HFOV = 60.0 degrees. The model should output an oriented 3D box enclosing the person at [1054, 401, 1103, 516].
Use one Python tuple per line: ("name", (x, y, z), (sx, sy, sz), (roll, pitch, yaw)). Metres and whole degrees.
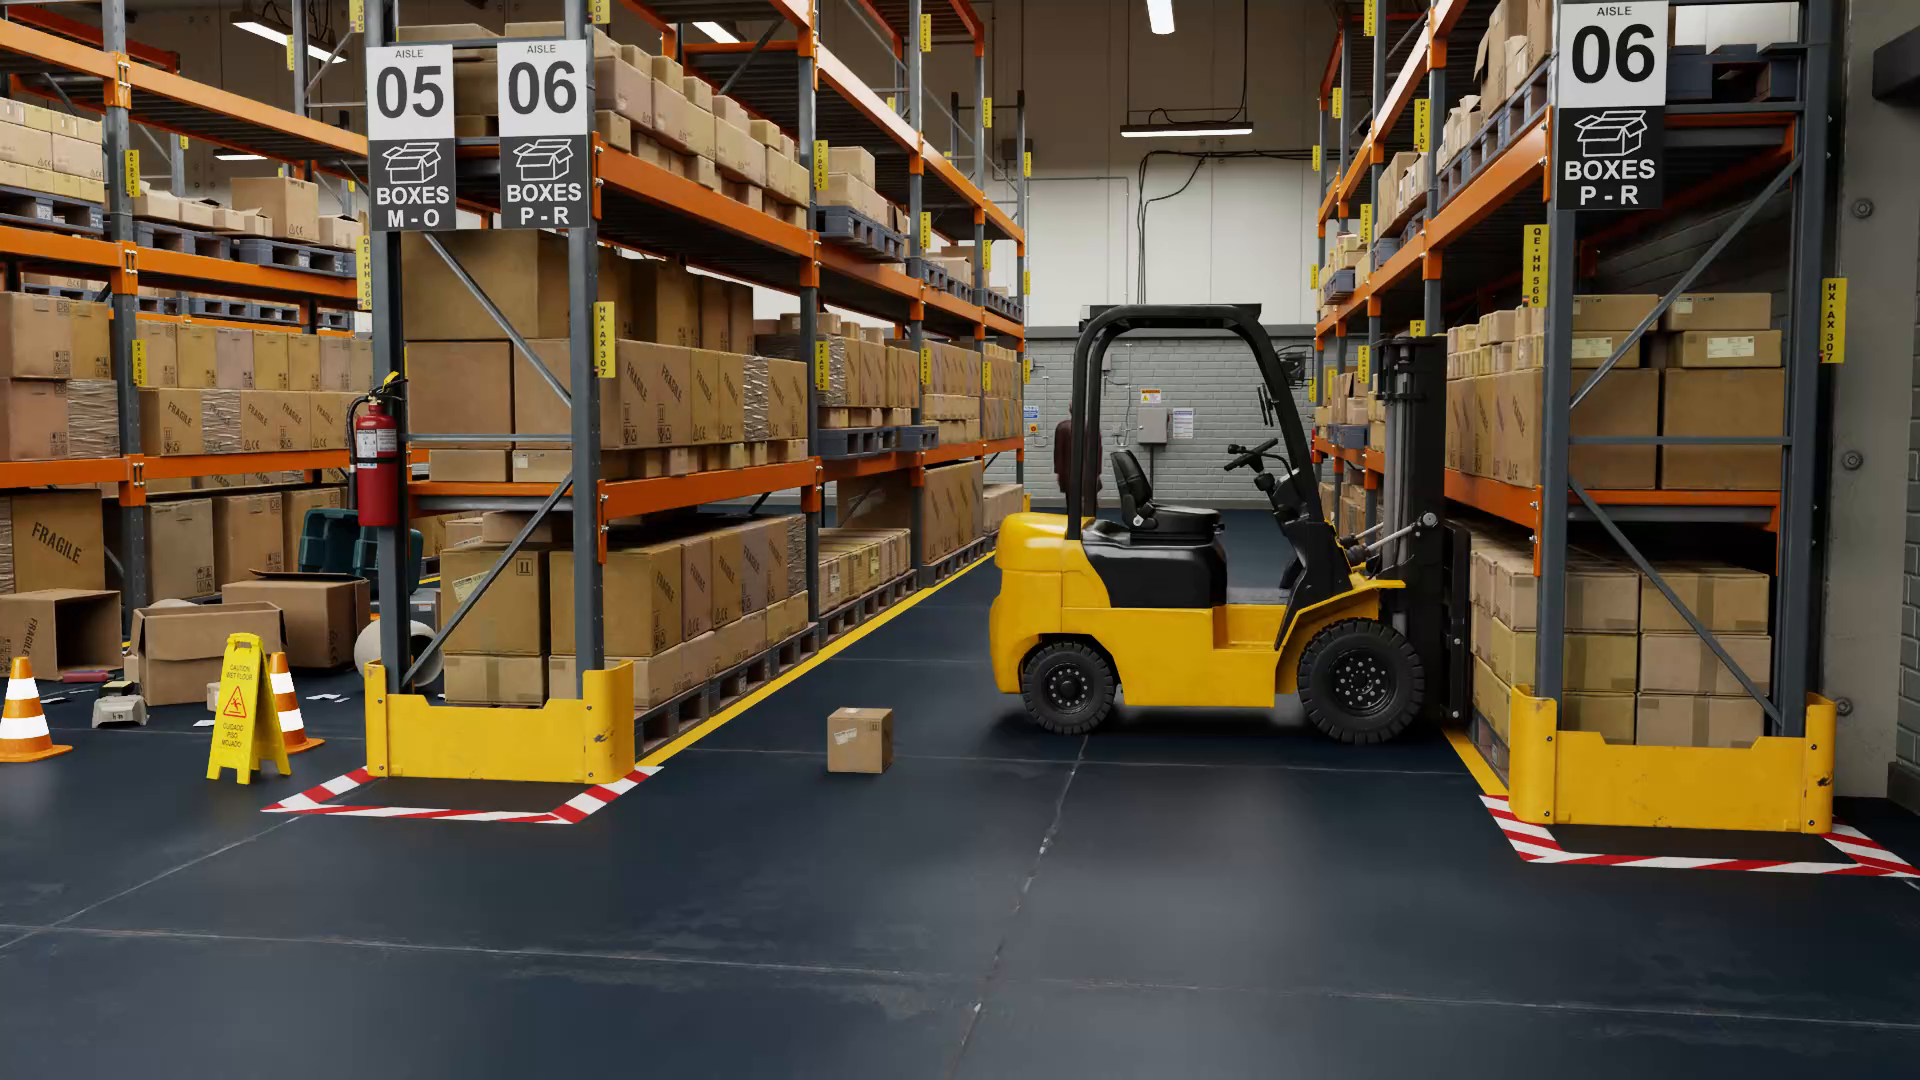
("person", (1.382, -0.646, 19.395), (0.570, 1.608, 0.472), (1, 4, 8))
